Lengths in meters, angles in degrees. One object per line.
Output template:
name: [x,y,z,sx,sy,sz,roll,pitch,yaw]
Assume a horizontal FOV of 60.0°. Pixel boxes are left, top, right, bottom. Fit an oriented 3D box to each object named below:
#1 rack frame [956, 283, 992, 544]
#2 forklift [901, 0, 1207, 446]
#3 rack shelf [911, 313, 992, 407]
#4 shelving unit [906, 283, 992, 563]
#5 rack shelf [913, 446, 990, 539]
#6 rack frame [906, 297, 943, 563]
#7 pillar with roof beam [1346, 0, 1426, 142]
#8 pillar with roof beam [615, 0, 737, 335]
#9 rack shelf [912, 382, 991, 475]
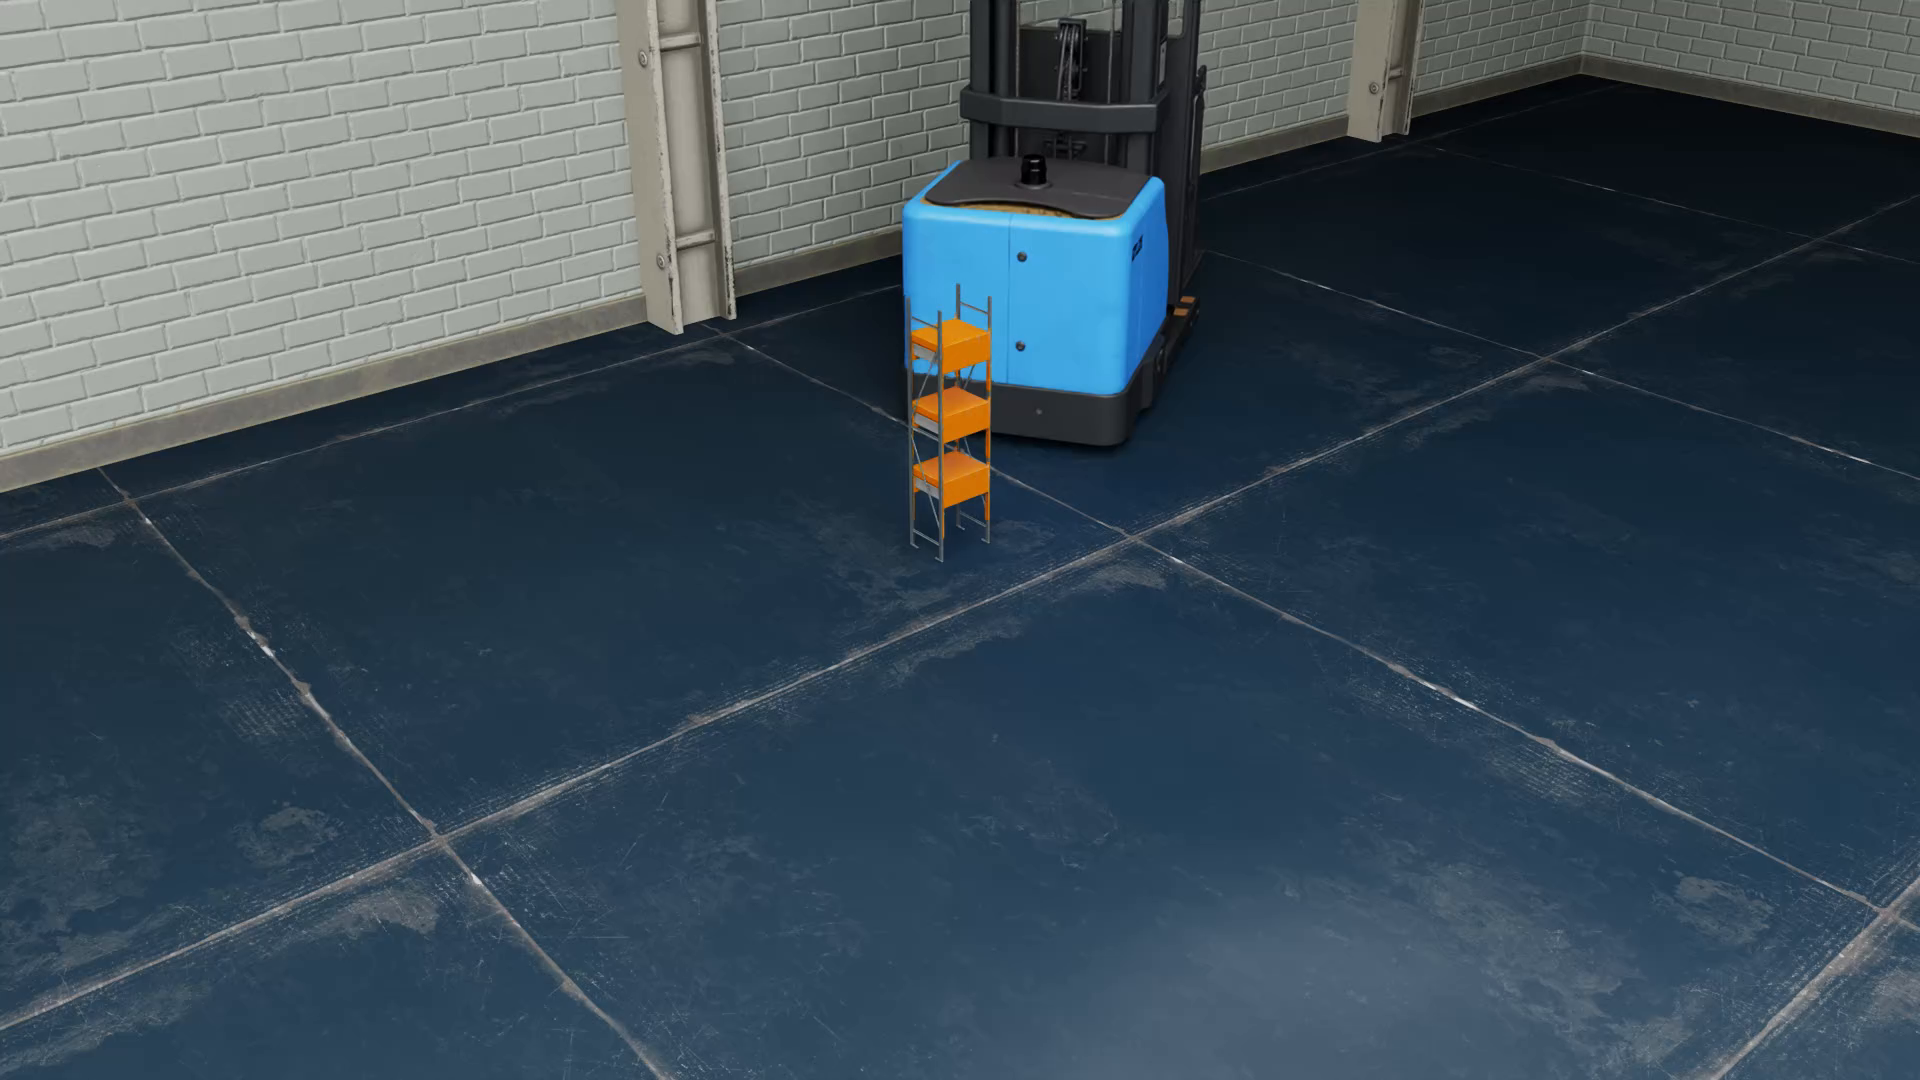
rack frame: [0.052,-0.484,6.542,0.008,1.050,0.200,-22,35,-35]
forklift: [0.654,-2.388,8.109,1.130,2.935,3.031,8,29,15]
rack shelf: [-0.041,-0.688,6.343,0.240,0.259,0.215,-22,35,-35]
shelving unit: [-0.041,-0.447,6.472,0.252,1.050,0.215,-22,35,-35]
rack shelf: [-0.041,-0.192,6.608,0.240,0.259,0.215,-22,35,-35]
rack frame: [-0.133,-0.409,6.402,0.008,1.050,0.200,-22,35,-35]
pillar with roof beam: [5.905,-5.459,7.418,0.400,9.000,9.100,-22,35,-35]
pillar with roof beam: [1.341,-3.624,3.983,0.400,9.000,9.100,-22,35,-35]
rack shelf: [-0.041,-0.437,6.477,0.240,0.259,0.215,-22,35,-35]
